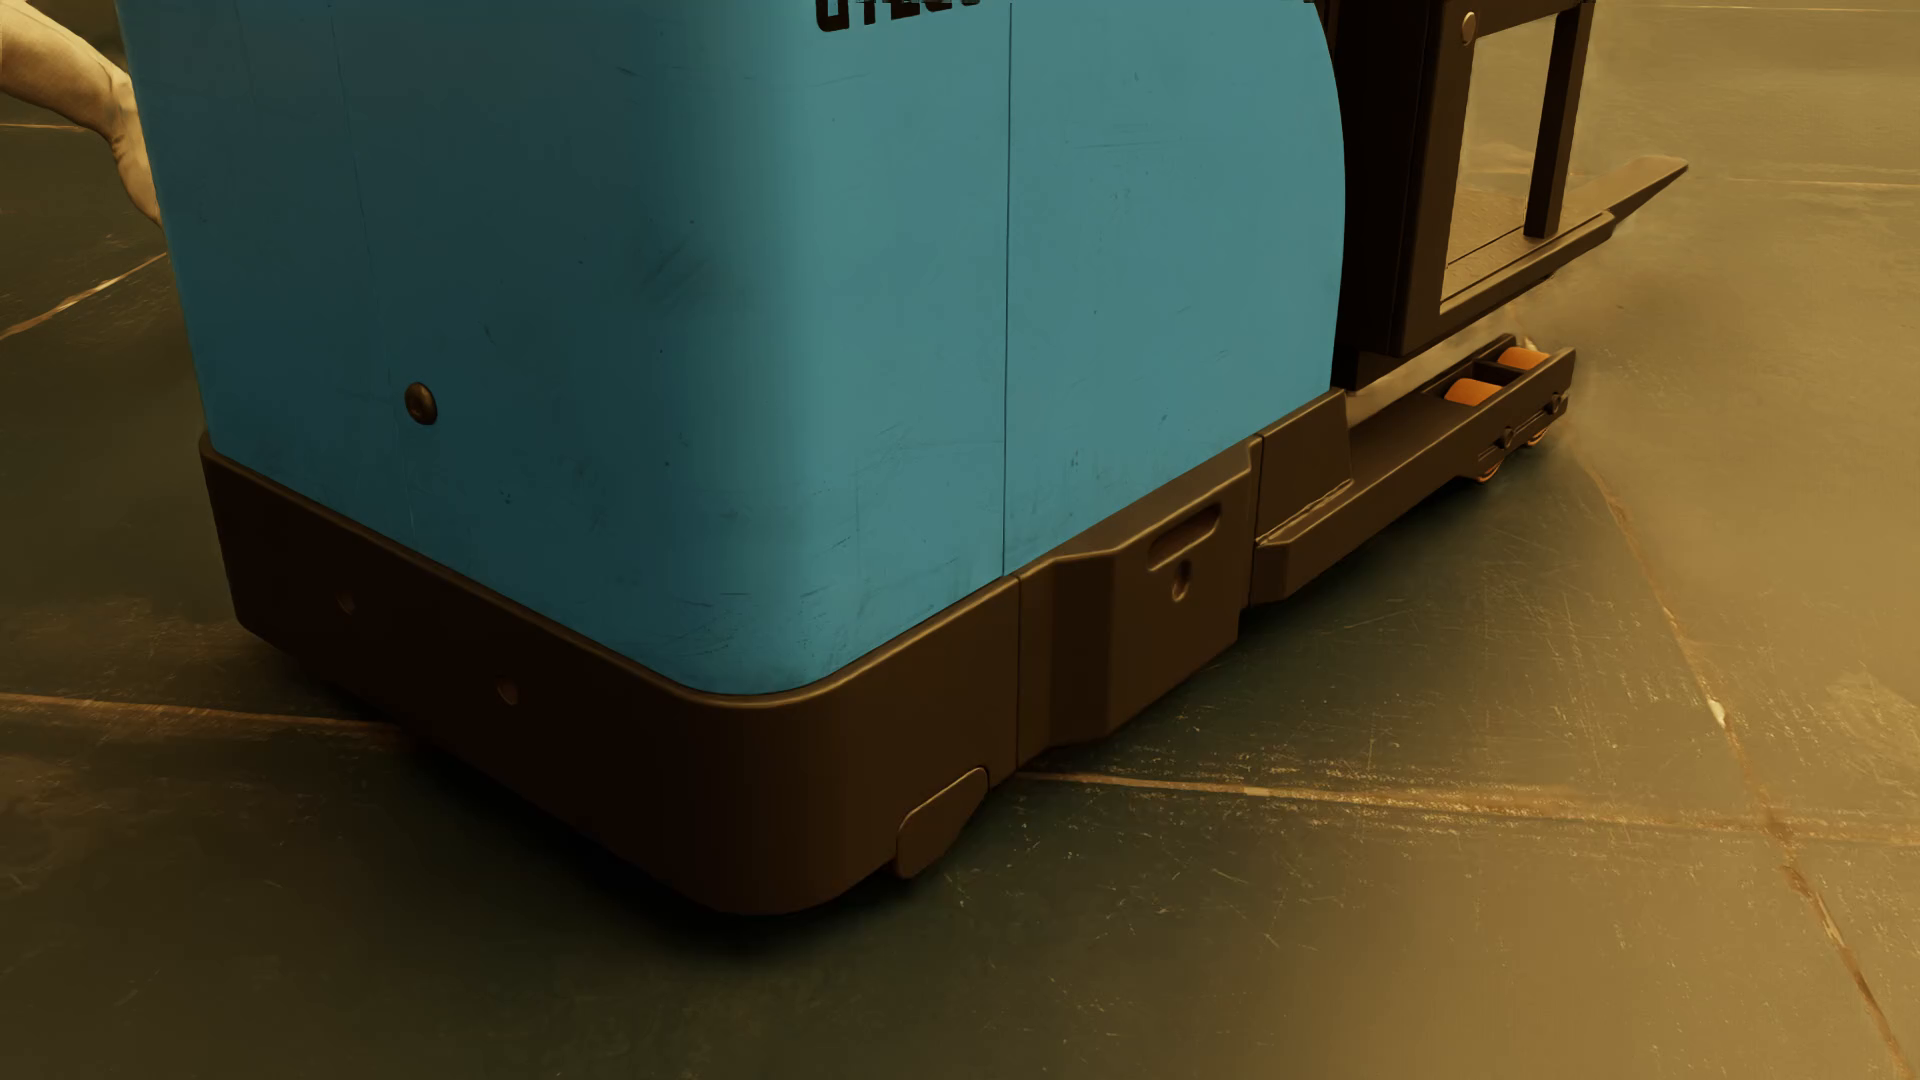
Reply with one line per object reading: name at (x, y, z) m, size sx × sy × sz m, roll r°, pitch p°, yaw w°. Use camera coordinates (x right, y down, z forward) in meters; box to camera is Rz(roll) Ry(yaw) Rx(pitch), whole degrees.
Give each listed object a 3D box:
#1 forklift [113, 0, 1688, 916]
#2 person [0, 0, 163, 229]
forklift at (0.387, -1.532, 2.288) m, size 1.130 × 2.935 × 3.031 m, roll 20°, pitch 33°, yaw 35°
person at (-1.928, -1.074, 3.112) m, size 1.138 × 1.379 × 0.656 m, roll 10°, pitch 28°, yaw 18°
